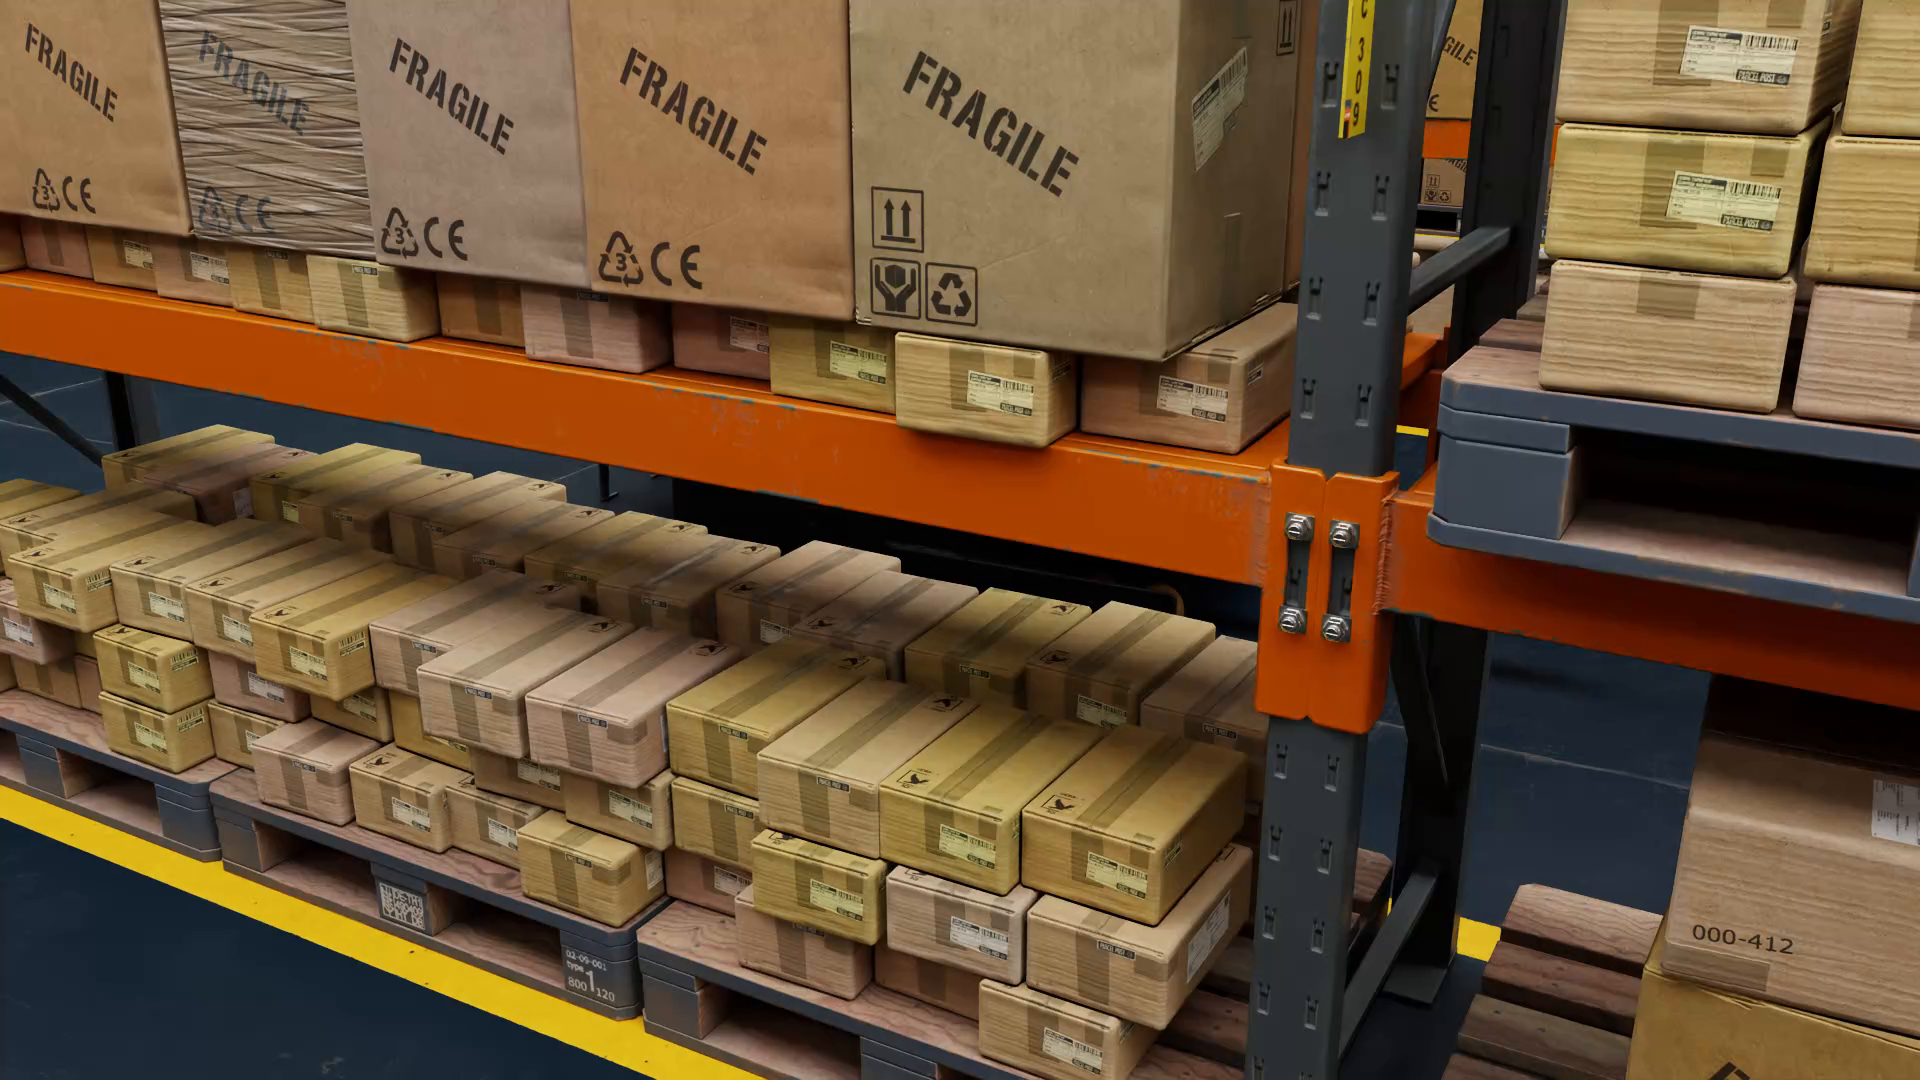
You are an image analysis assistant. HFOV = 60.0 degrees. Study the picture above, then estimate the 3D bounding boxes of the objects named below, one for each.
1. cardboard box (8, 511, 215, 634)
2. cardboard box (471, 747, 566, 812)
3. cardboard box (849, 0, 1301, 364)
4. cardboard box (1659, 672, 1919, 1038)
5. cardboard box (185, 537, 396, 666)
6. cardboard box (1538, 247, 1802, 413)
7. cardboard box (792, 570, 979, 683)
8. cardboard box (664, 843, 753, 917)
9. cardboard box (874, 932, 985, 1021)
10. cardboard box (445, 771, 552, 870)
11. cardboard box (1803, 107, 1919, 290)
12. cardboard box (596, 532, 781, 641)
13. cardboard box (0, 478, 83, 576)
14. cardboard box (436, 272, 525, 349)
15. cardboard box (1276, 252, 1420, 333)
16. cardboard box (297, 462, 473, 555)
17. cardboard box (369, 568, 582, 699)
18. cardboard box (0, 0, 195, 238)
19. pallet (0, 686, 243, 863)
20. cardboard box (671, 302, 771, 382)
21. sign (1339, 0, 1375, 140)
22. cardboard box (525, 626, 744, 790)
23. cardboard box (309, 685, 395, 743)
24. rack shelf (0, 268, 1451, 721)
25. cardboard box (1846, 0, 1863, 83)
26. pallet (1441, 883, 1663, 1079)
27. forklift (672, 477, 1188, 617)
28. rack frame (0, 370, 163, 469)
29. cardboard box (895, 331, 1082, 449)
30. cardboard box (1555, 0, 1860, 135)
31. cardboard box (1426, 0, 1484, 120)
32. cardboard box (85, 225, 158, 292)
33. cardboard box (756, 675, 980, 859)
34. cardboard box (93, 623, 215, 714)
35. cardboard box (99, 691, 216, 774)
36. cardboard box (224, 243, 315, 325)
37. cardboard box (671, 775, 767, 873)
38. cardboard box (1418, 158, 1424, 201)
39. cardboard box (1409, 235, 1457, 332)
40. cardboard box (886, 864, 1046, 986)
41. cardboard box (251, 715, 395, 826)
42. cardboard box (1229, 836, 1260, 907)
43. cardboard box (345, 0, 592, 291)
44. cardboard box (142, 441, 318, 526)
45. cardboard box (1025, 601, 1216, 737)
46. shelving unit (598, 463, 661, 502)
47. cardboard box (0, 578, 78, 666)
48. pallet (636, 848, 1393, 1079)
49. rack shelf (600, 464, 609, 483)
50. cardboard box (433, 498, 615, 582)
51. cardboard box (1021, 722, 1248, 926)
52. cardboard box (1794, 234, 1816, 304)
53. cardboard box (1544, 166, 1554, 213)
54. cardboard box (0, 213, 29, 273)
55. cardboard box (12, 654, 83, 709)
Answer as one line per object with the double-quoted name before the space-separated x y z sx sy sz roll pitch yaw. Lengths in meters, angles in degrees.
"cardboard box" -2.003 0.070 3.964 0.250 0.149 0.380 11 23 27
"cardboard box" -0.802 0.401 3.490 0.250 0.149 0.380 10 22 25
"cardboard box" 0.180 -0.589 2.507 0.500 0.500 0.500 11 23 27
"cardboard box" 1.257 0.421 2.256 0.500 0.250 0.500 10 22 25
"cardboard box" -1.509 0.136 3.784 0.250 0.149 0.380 12 23 29
"cardboard box" 0.860 -0.283 1.998 0.250 0.149 0.380 10 22 25
"cardboard box" -0.154 0.211 3.577 0.250 0.149 0.380 10 22 26
"cardboard box" -0.387 0.600 3.376 0.250 0.149 0.380 10 22 26
"cardboard box" 0.046 0.705 3.087 0.250 0.149 0.380 12 23 29
"cardboard box" -0.867 0.538 3.549 0.250 0.149 0.380 11 23 28
"cardboard box" 1.087 -0.380 1.830 0.250 0.149 0.380 10 22 26
"cardboard box" -0.615 0.124 3.818 0.250 0.149 0.380 10 22 25
"cardboard box" -2.460 -0.020 4.213 0.250 0.149 0.380 10 22 25
"cardboard box" -0.766 -0.483 3.166 0.250 0.149 0.380 10 22 27
"cardboard box" 0.653 -0.432 3.026 0.250 0.149 0.380 12 23 29
"cardboard box" -1.491 -0.069 4.350 0.250 0.149 0.380 10 22 25
"cardboard box" -1.035 0.207 3.589 0.250 0.149 0.380 11 23 27
"cardboard box" -1.593 -0.934 3.459 0.500 0.500 0.500 11 23 28
"pallet" -1.993 0.398 4.458 1.213 0.211 1.003 11 23 27
"cardboard box" -0.297 -0.401 2.941 0.250 0.149 0.380 10 22 26
"sign" 0.483 -0.650 1.988 0.005 0.325 0.100 11 23 27
"cardboard box" -0.630 0.322 3.272 0.250 0.149 0.380 10 22 25
"cardboard box" -1.245 0.296 3.779 0.250 0.149 0.380 12 23 30
"rack shelf" -1.006 -0.400 3.624 4.000 0.370 1.077 11 23 27
"cardboard box" 1.186 -0.756 2.431 0.250 0.149 0.380 12 23 30
"pallet" 1.421 1.034 2.705 1.213 0.211 1.003 11 23 27
"forklift" 0.561 -1.285 5.110 3.031 2.935 1.130 9 22 24
"rack frame" -2.752 -1.071 4.419 0.127 3.000 1.000 11 23 27
"cardboard box" 0.099 -0.276 2.595 0.250 0.149 0.380 10 22 26
"cardboard box" 0.860 -0.562 1.897 0.250 0.149 0.380 12 23 30
"cardboard box" 2.085 -2.028 6.911 0.500 0.500 0.500 10 22 26
"cardboard box" -1.660 -0.656 3.643 0.250 0.149 0.380 11 22 27
"cardboard box" -0.160 0.406 3.040 0.250 0.149 0.380 11 22 27
"cardboard box" -1.780 0.247 3.914 0.250 0.149 0.380 12 23 29
"cardboard box" -1.792 0.388 3.962 0.250 0.149 0.380 11 23 28
"cardboard box" -1.242 -0.557 3.371 0.250 0.149 0.380 12 23 29
"cardboard box" -0.345 0.488 3.250 0.250 0.149 0.380 11 23 28
"cardboard box" 3.207 -2.778 12.176 0.500 0.500 0.700 12 23 29
"cardboard box" 1.789 -1.174 7.845 0.875 0.438 0.875 10 22 26
"cardboard box" 0.068 0.598 2.946 0.250 0.149 0.380 10 22 25
"cardboard box" -1.348 0.469 3.738 0.250 0.149 0.380 10 22 25
"cardboard box" 0.579 0.581 3.430 0.250 0.149 0.380 10 22 25
"cardboard box" -0.706 -0.759 2.975 0.500 0.500 0.500 11 23 27
"cardboard box" -1.975 -0.136 4.535 0.250 0.149 0.380 11 23 28
"cardboard box" 0.329 0.275 3.401 0.250 0.149 0.380 12 23 30
"shelving unit" -1.039 -1.156 5.973 0.503 2.100 0.431 9 22 24
"cardboard box" -2.208 0.158 4.160 0.250 0.149 0.380 11 23 27
"pallet" 0.137 0.804 3.339 1.213 0.211 1.003 11 23 27
"rack shelf" -1.039 -0.485 6.217 0.480 0.518 0.431 9 22 24
"cardboard box" -1.054 0.036 4.060 0.250 0.149 0.380 10 22 26
"cardboard box" 0.303 0.476 2.847 0.250 0.149 0.380 12 23 29
"cardboard box" 1.184 -0.478 2.537 0.250 0.149 0.380 10 22 26
"cardboard box" 4.113 -2.606 11.700 0.500 0.500 0.700 10 22 25
"cardboard box" -2.178 -0.711 3.794 0.250 0.149 0.380 10 22 26
"cardboard box" -2.182 0.273 4.278 0.250 0.149 0.380 11 23 27
